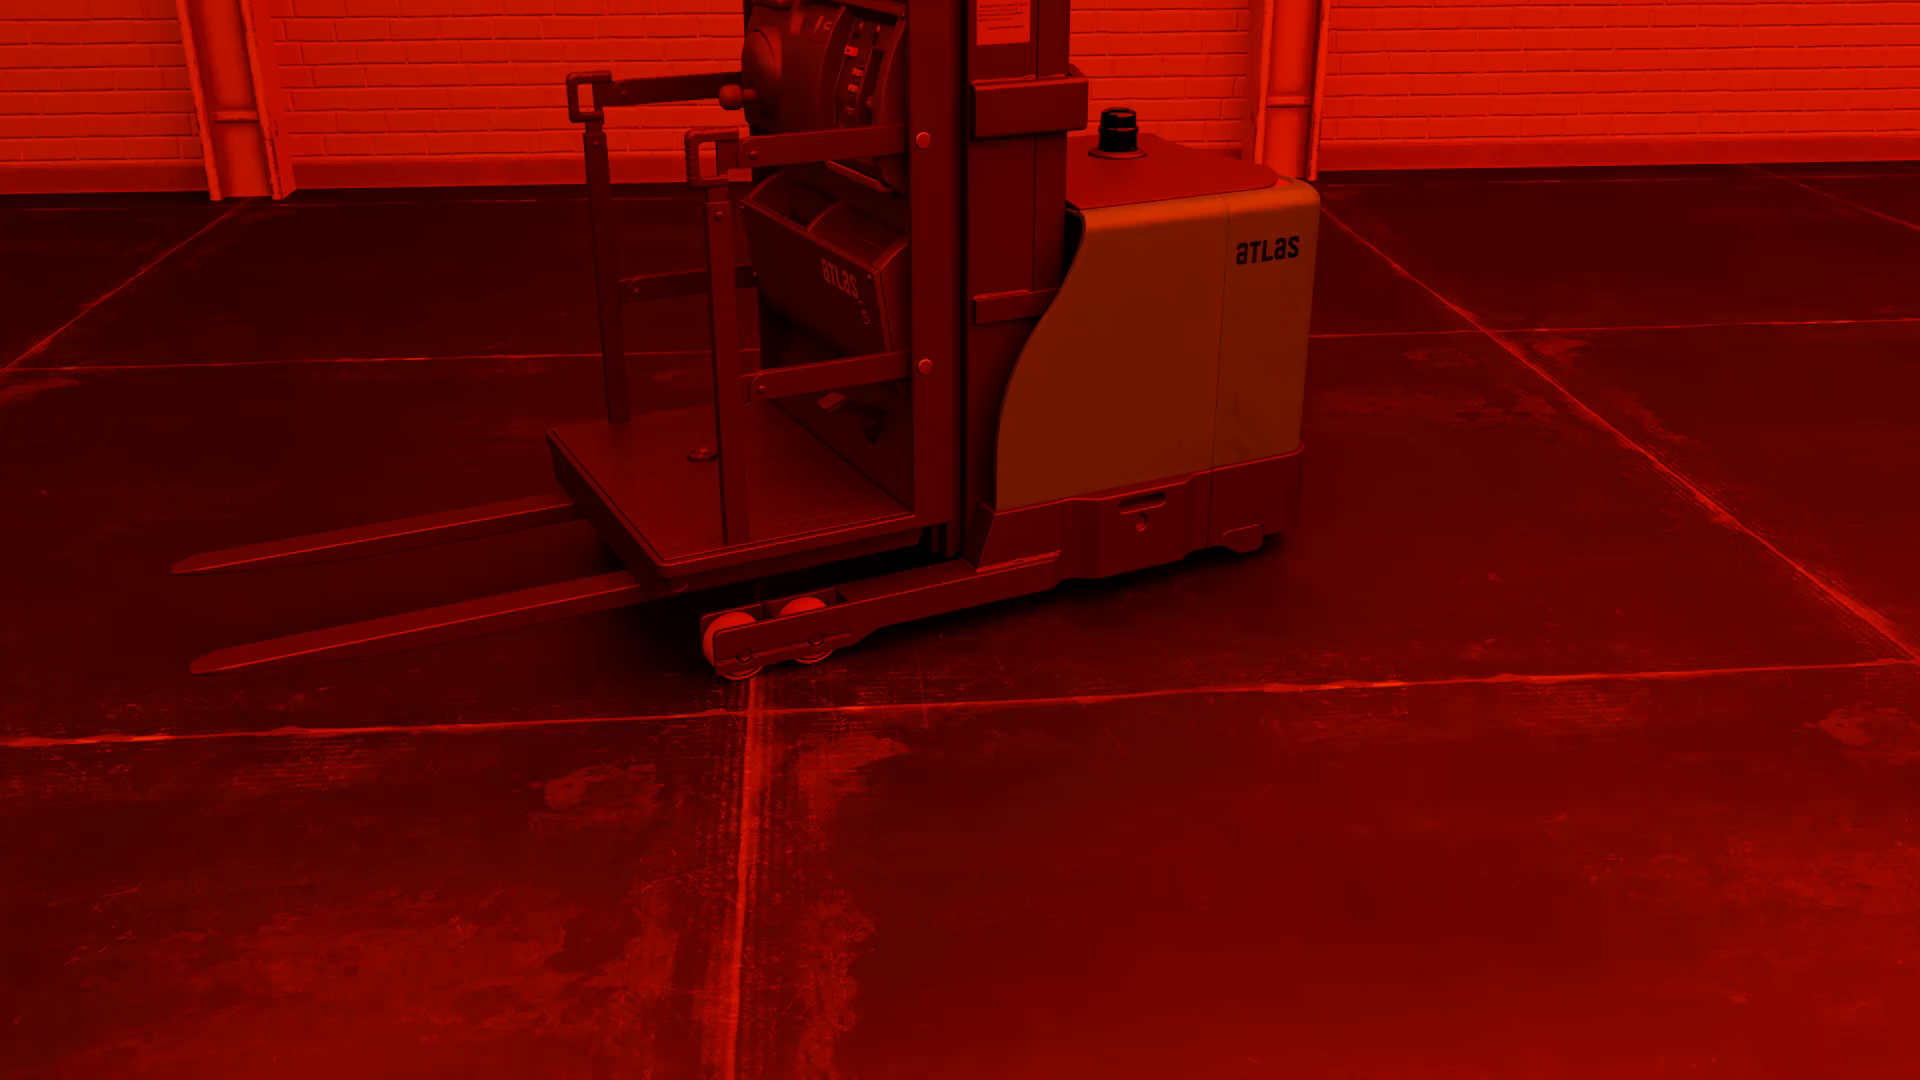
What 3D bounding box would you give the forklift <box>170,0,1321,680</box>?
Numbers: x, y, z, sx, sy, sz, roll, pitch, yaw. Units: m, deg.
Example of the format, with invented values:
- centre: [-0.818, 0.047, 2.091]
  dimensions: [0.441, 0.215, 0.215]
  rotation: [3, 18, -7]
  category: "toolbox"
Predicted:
- centre: [-0.541, -1.232, 4.160]
  dimensions: [3.031, 2.935, 1.130]
  rotation: [-12, 26, -25]
  category: "forklift"
